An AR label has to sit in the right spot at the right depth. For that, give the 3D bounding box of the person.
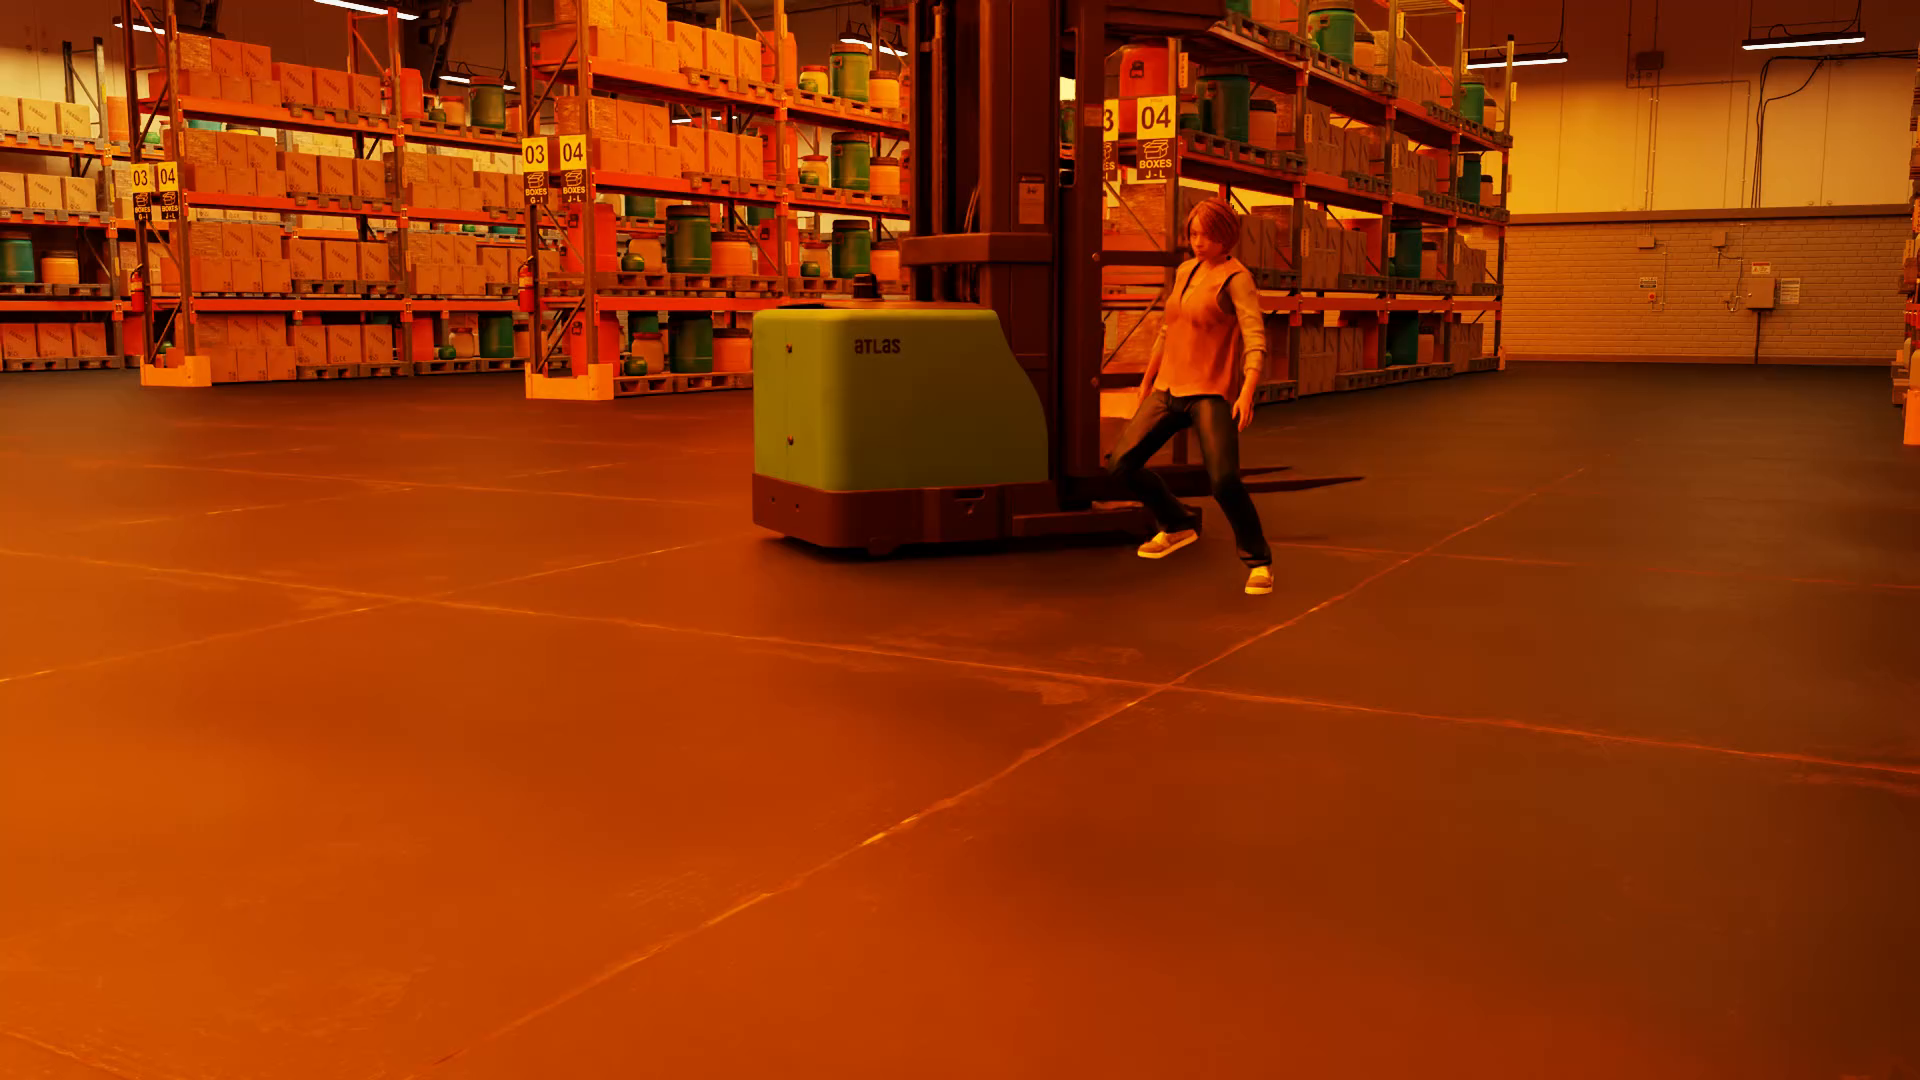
[{"bbox_3d":[0.916,-0.558,6.482,0.486,1.491,0.775,-5,9,-33],"label":"person"}]

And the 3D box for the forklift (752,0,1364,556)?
[{"bbox_3d":[0.569,-1.498,7.947,3.031,2.935,1.130,-4,9,-27],"label":"forklift"}]
